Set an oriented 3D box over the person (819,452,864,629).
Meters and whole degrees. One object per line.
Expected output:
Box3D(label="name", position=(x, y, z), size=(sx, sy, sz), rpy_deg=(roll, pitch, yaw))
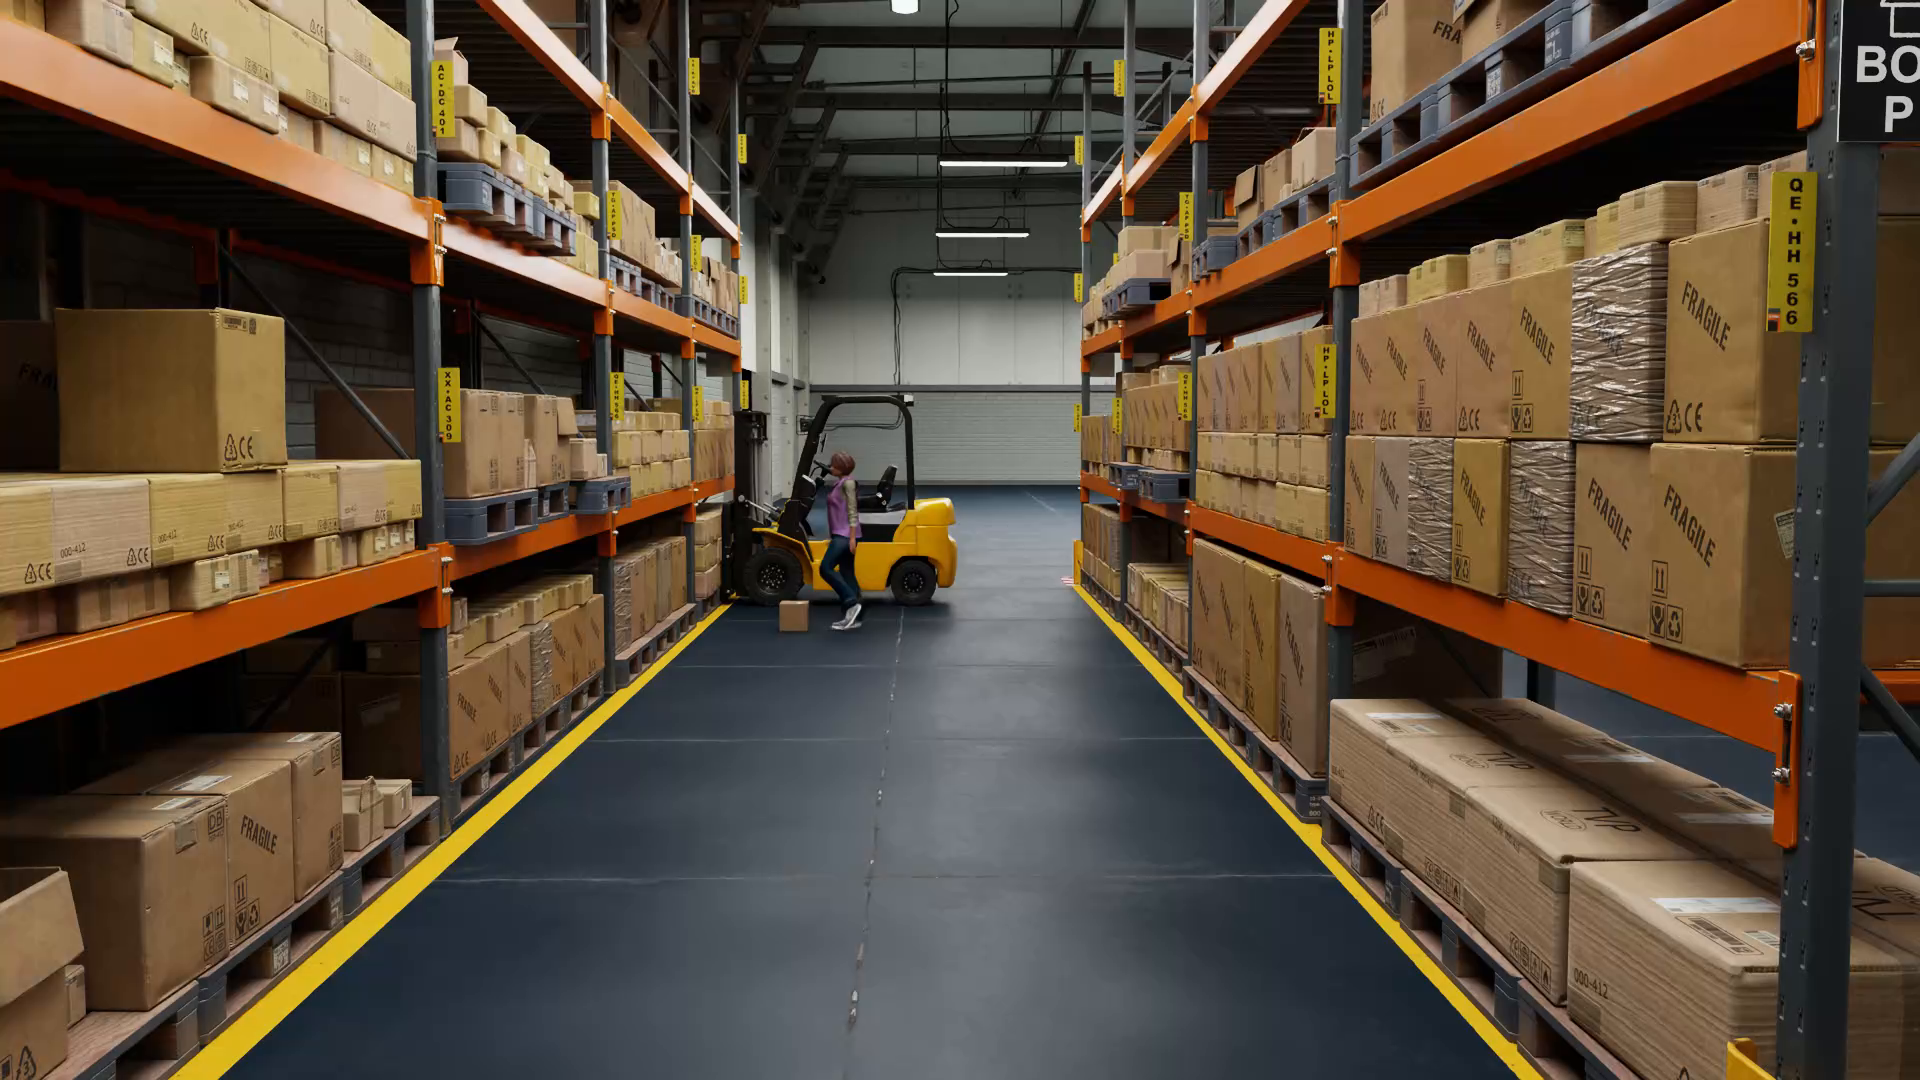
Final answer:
Box3D(label="person", position=(-1.077, 0.004, 14.970), size=(0.418, 1.601, 0.478), rpy_deg=(-1, 4, -12))
